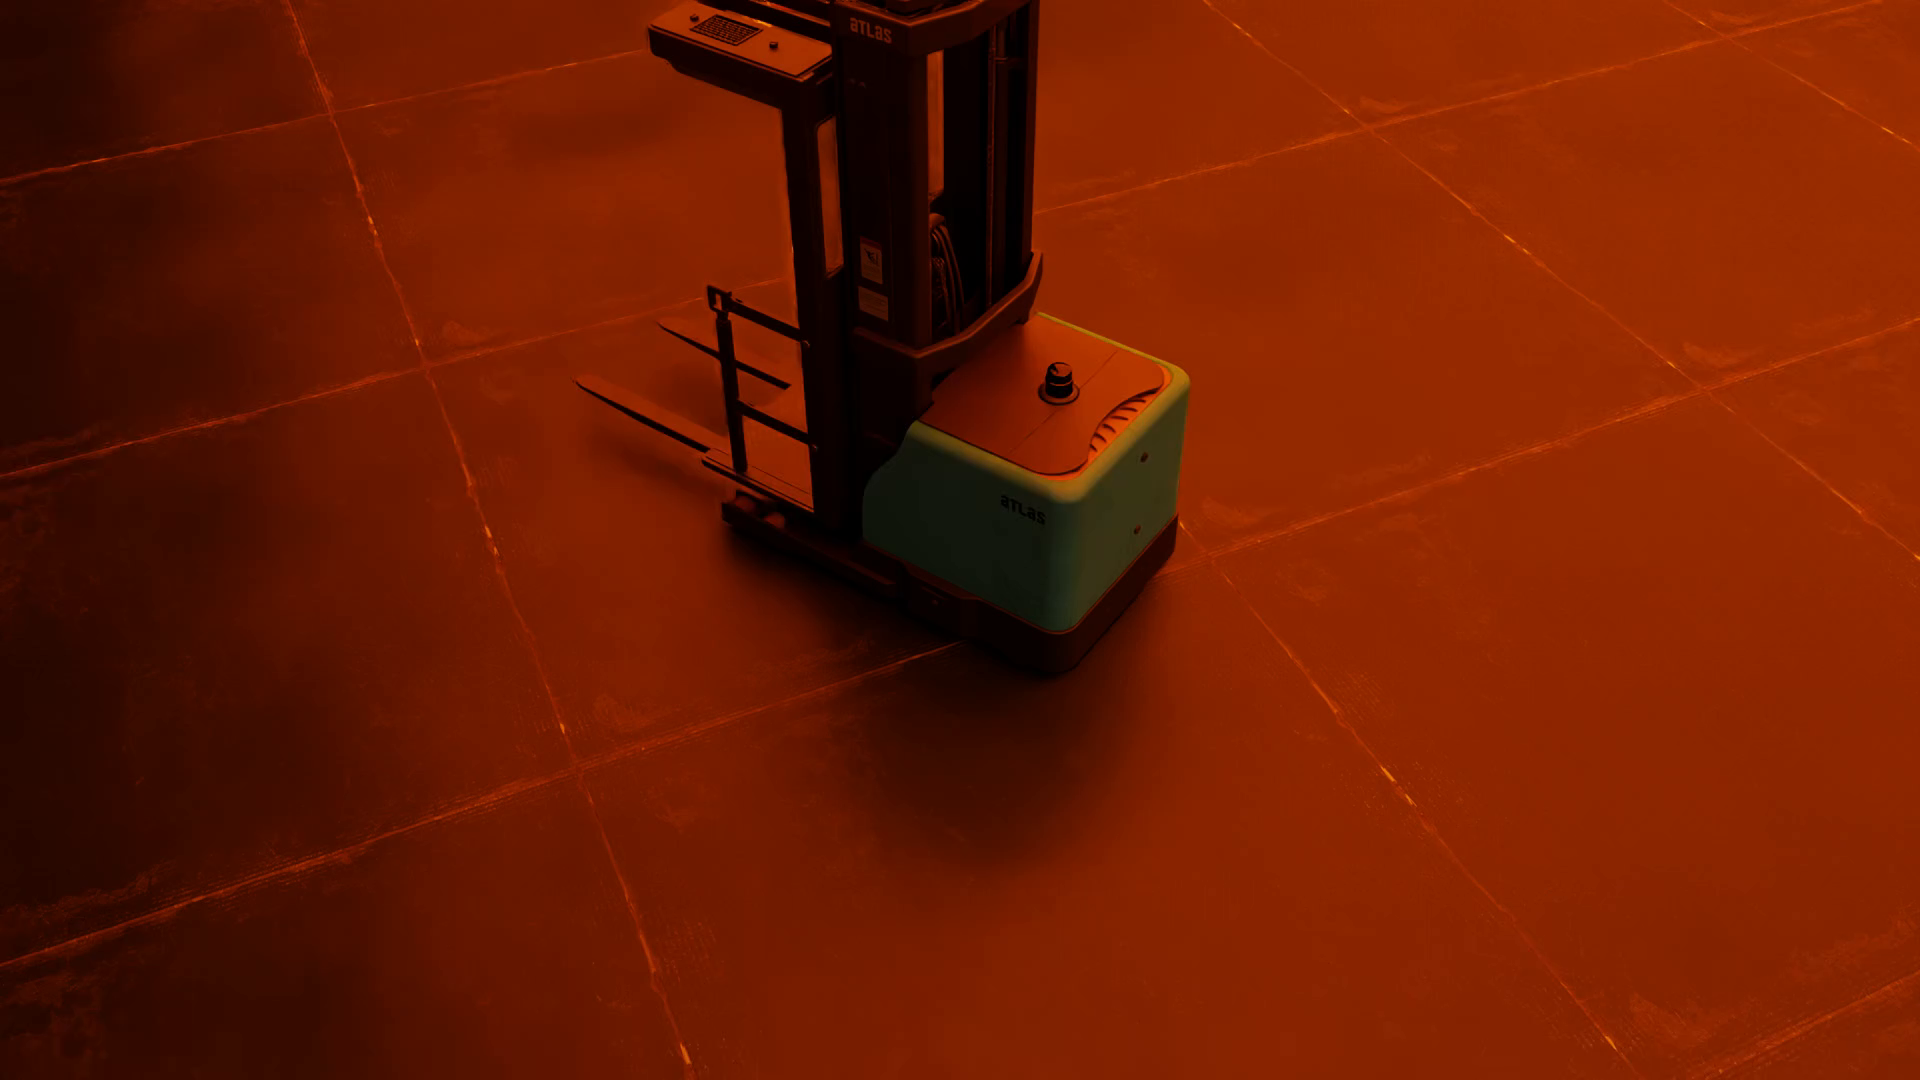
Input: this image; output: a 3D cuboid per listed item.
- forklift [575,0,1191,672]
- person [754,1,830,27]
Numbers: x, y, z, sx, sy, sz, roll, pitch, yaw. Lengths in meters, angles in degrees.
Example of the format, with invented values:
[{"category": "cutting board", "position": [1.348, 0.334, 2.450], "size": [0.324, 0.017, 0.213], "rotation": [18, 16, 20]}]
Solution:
[{"category": "forklift", "position": [-0.509, -1.308, 7.082], "size": [3.031, 2.935, 1.130], "rotation": [25, 49, 25]}, {"category": "person", "position": [-0.887, -3.291, 10.273], "size": [1.000, 1.484, 0.982], "rotation": [-12, 44, -13]}]
